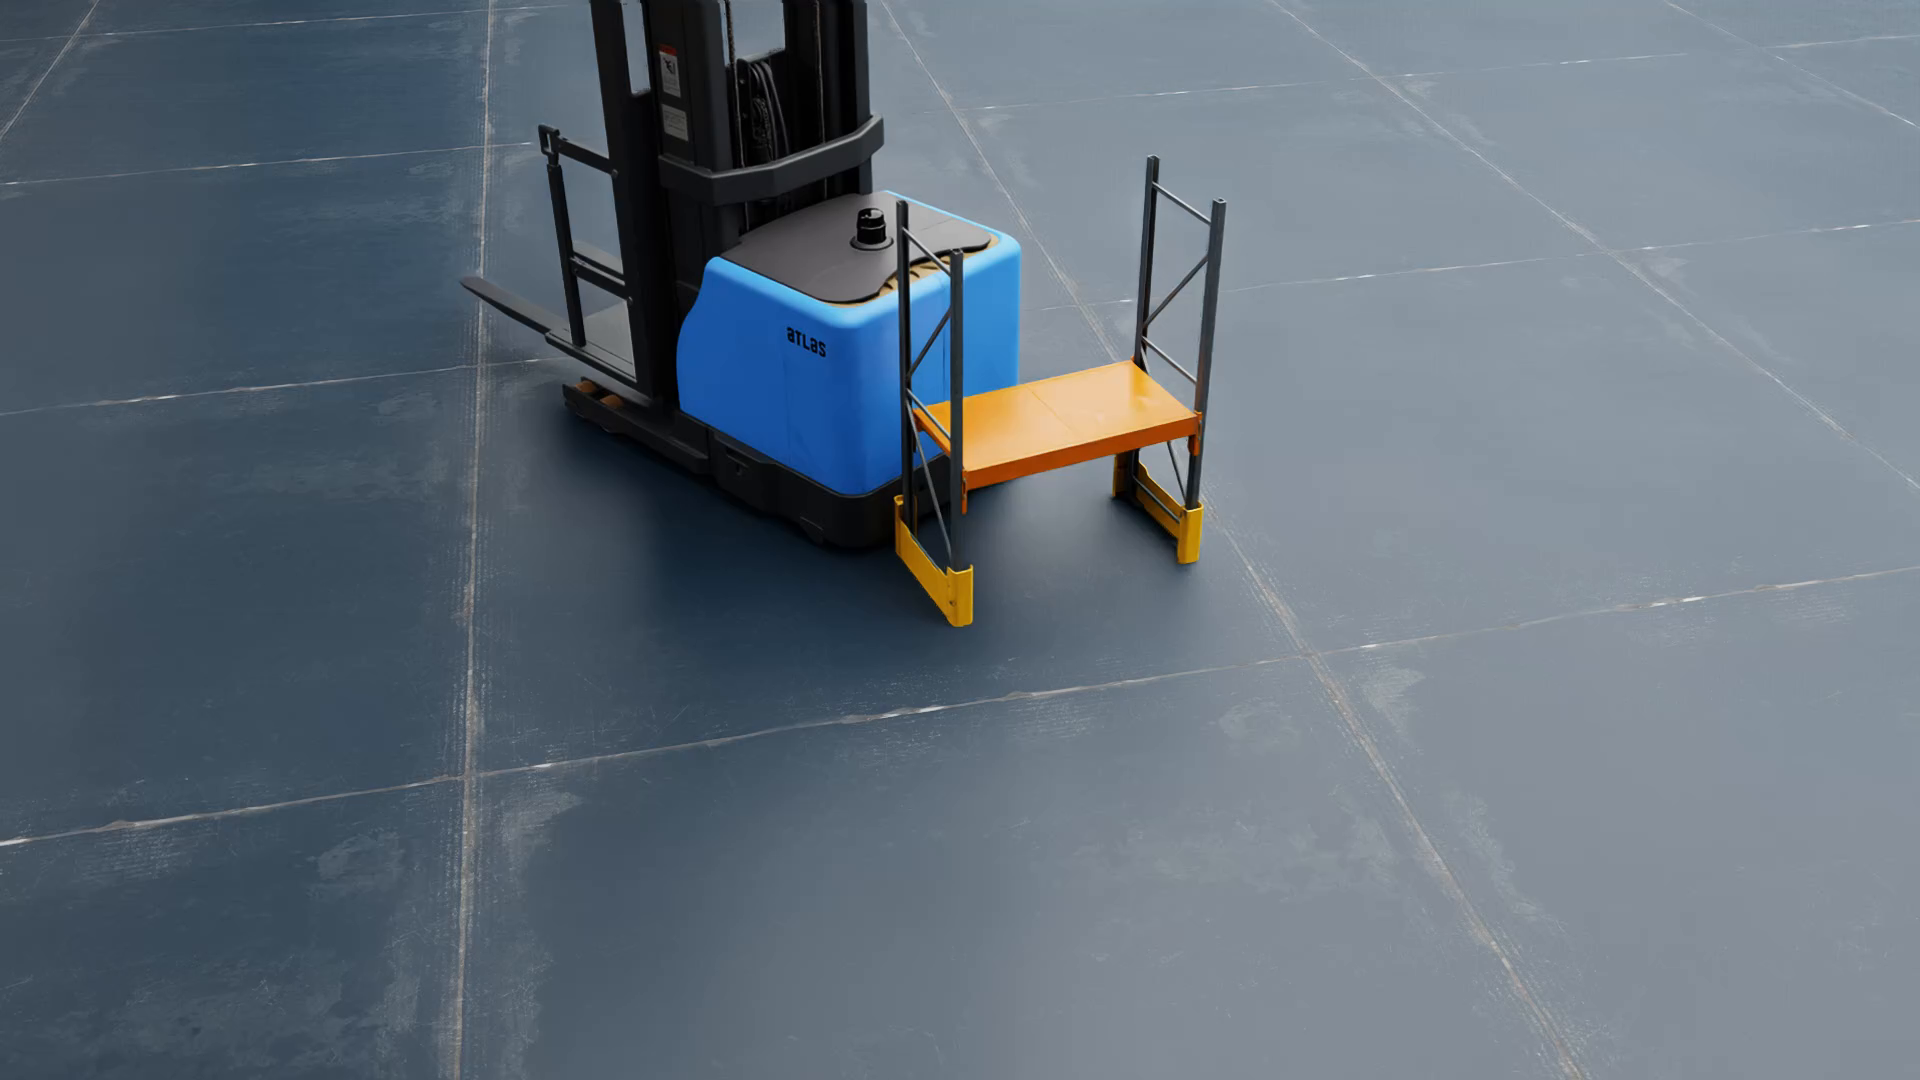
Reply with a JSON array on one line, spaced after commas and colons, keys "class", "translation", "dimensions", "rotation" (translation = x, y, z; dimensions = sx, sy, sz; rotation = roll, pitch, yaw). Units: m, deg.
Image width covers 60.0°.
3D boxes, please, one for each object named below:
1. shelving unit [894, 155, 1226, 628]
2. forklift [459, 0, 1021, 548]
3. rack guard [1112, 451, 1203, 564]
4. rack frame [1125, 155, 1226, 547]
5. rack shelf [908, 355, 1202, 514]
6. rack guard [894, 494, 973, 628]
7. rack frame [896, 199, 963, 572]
[{"class": "shelving unit", "translation": [0.346, -0.564, 6.244], "dimensions": [1.083, 1.500, 0.587], "rotation": [-15, 36, -20]}, {"class": "forklift", "translation": [-1.161, -1.888, 6.934], "dimensions": [3.031, 2.935, 1.130], "rotation": [27, 43, 35]}, {"class": "rack guard", "translation": [0.797, -0.162, 6.766], "dimensions": [0.087, 0.250, 0.587], "rotation": [-15, 36, -20]}, {"class": "rack frame", "translation": [0.815, -0.685, 6.425], "dimensions": [0.032, 1.500, 0.500], "rotation": [-15, 36, -20]}, {"class": "rack shelf", "translation": [0.354, -0.416, 6.347], "dimensions": [1.000, 0.185, 0.538], "rotation": [-15, 36, -20]}, {"class": "rack guard", "translation": [-0.106, 0.072, 6.418], "dimensions": [0.087, 0.250, 0.587], "rotation": [-15, 36, -20]}, {"class": "rack frame", "translation": [-0.107, -0.446, 6.069], "dimensions": [0.032, 1.500, 0.500], "rotation": [-15, 36, -20]}]
